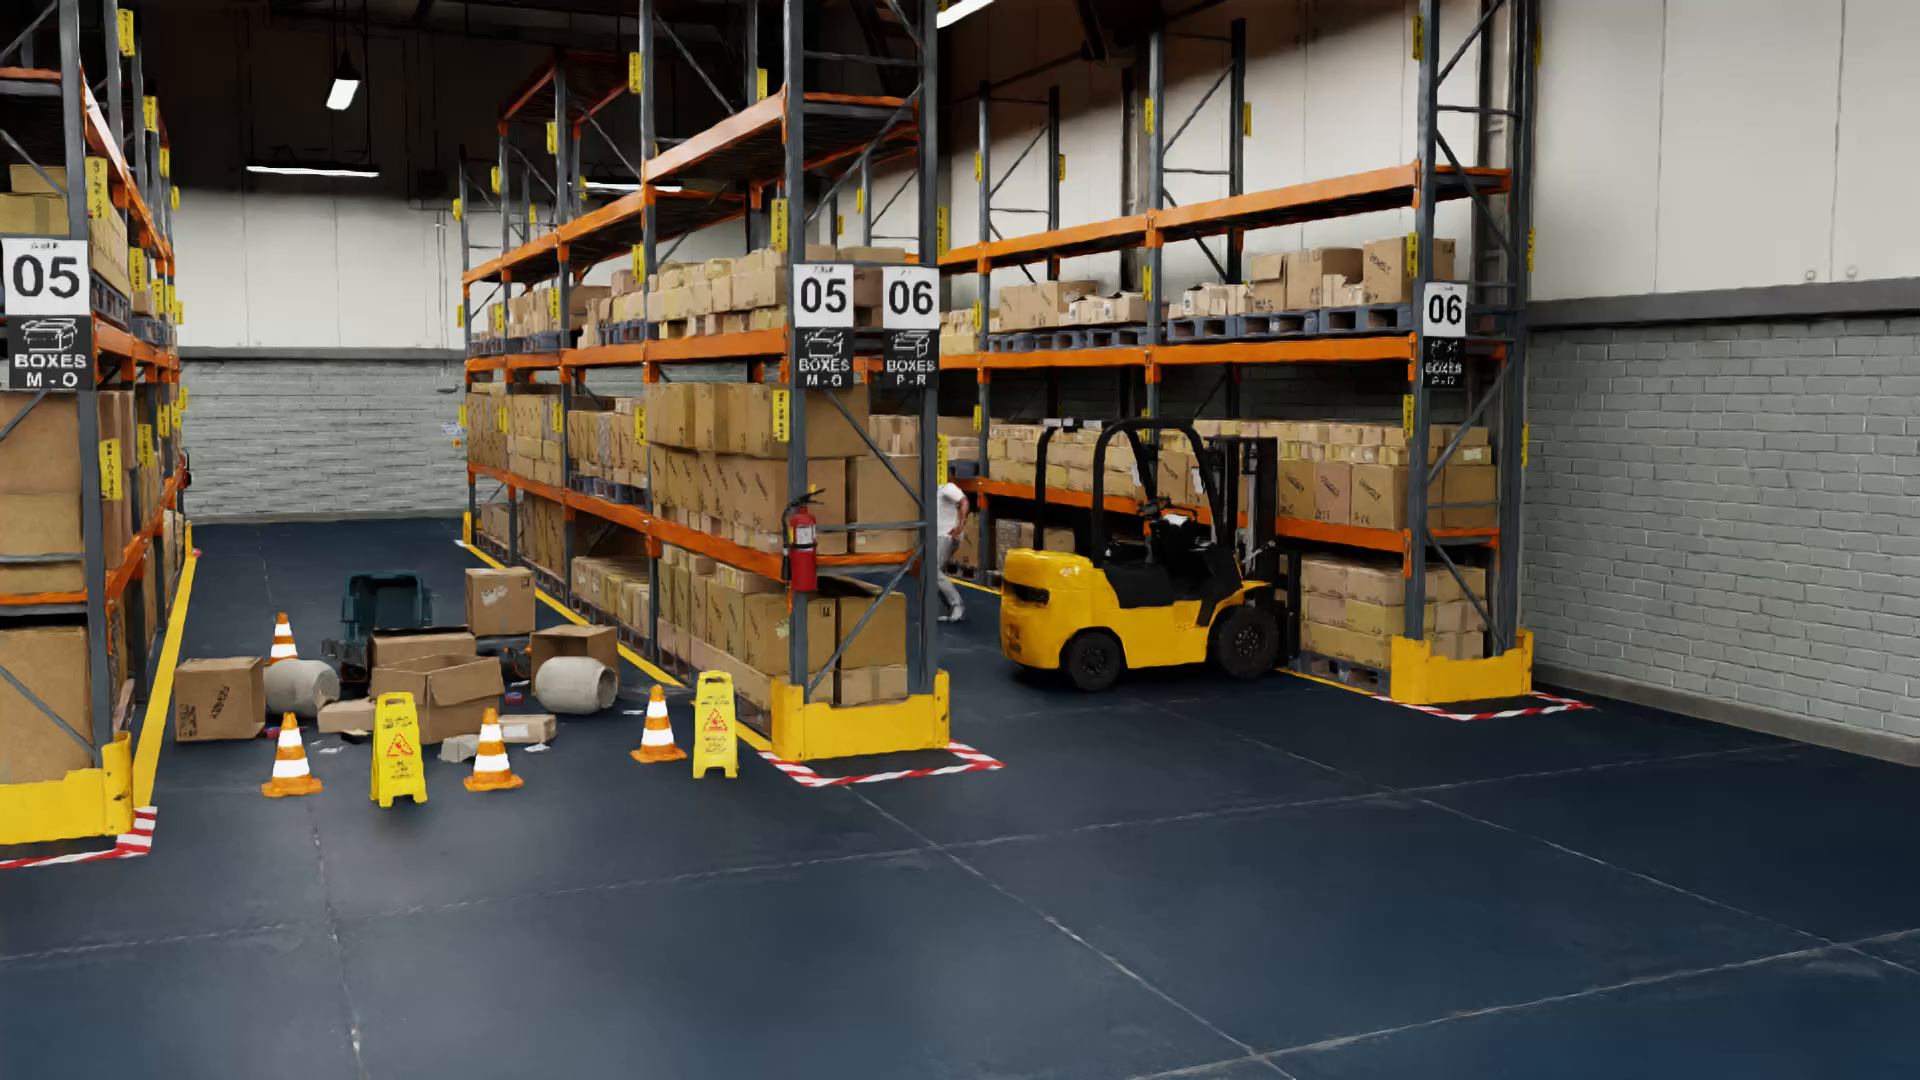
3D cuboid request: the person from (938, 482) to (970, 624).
[{"bbox_3d":[-0.220,0.009,17.187,0.554,1.648,0.953,-2,6,-23],"label":"person"}]
